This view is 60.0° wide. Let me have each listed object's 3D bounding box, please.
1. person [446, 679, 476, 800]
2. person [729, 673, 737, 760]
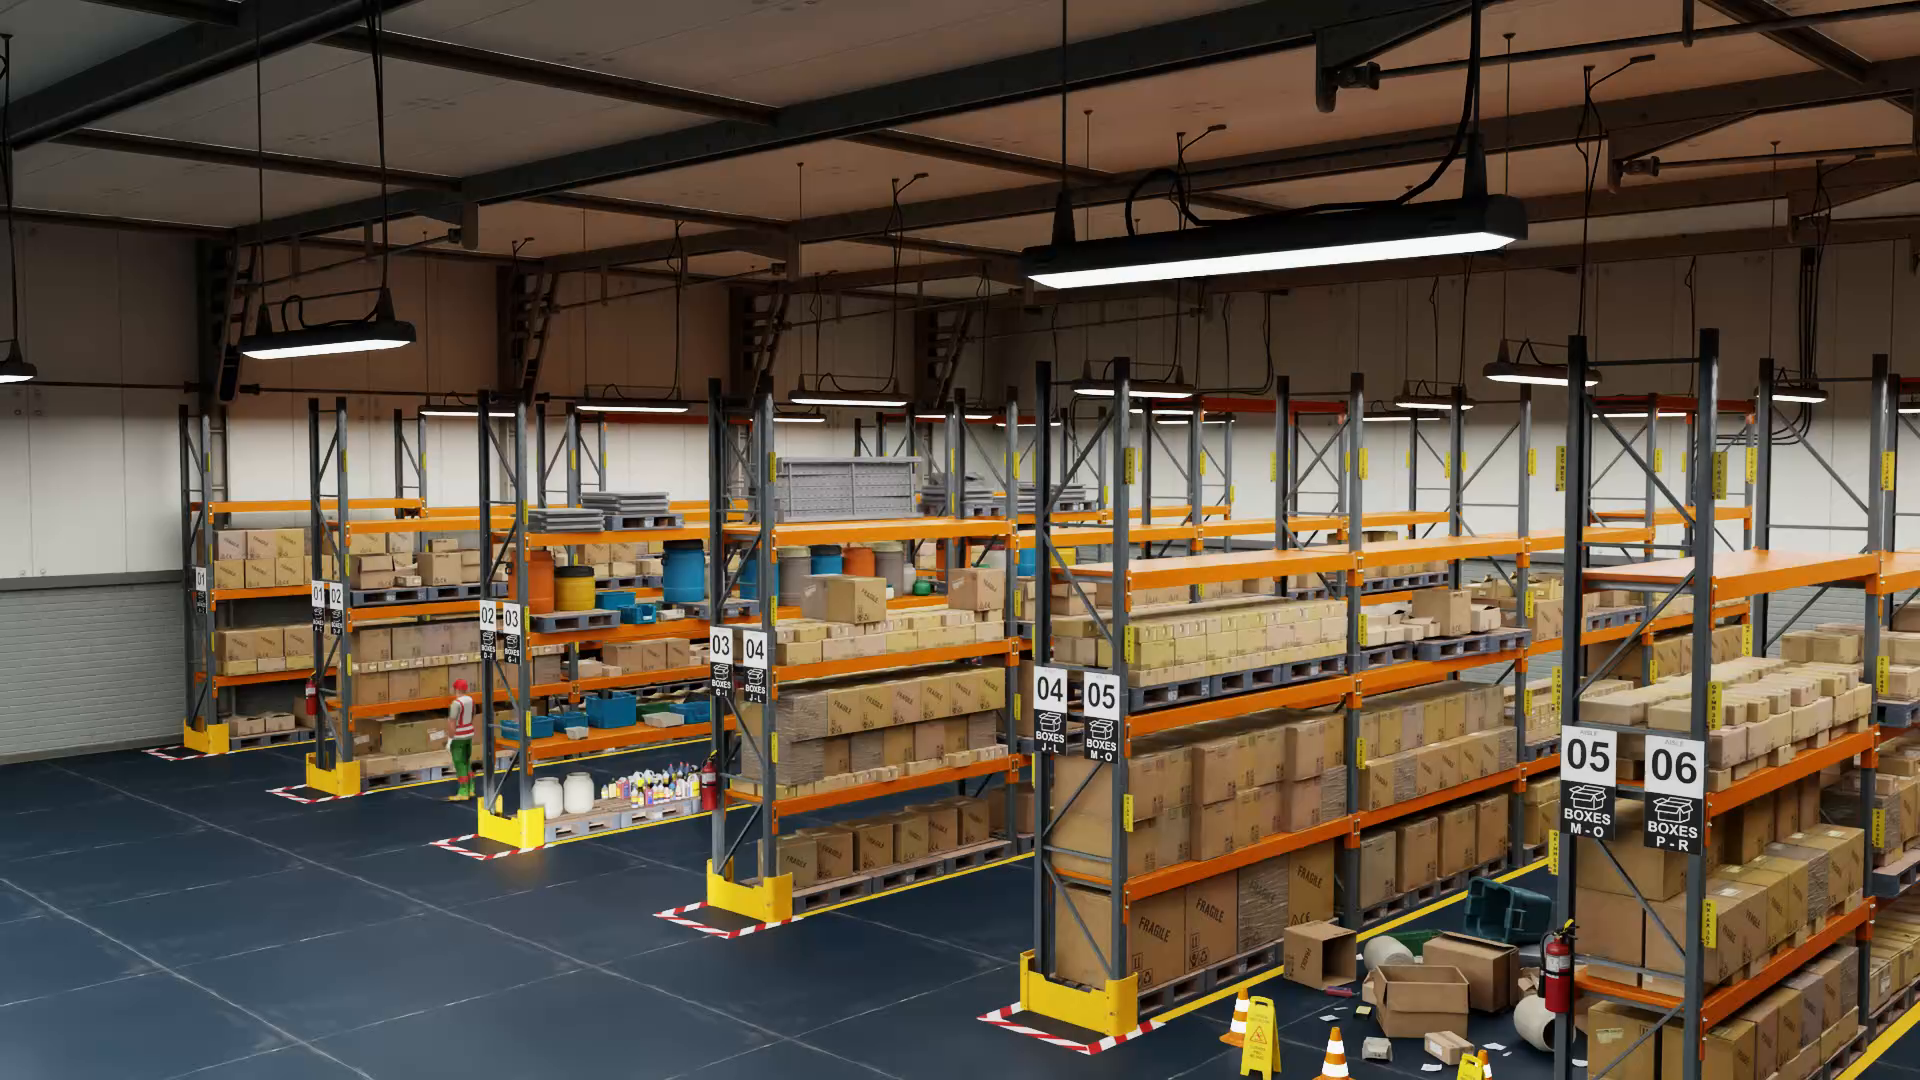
[{"bbox_3d":[-7.421,2.972,24.712,0.353,1.827,0.652,1,3,15],"label":"person"},{"bbox_3d":[-3.932,2.918,27.803,0.394,1.574,0.525,2,4,35],"label":"person"}]
